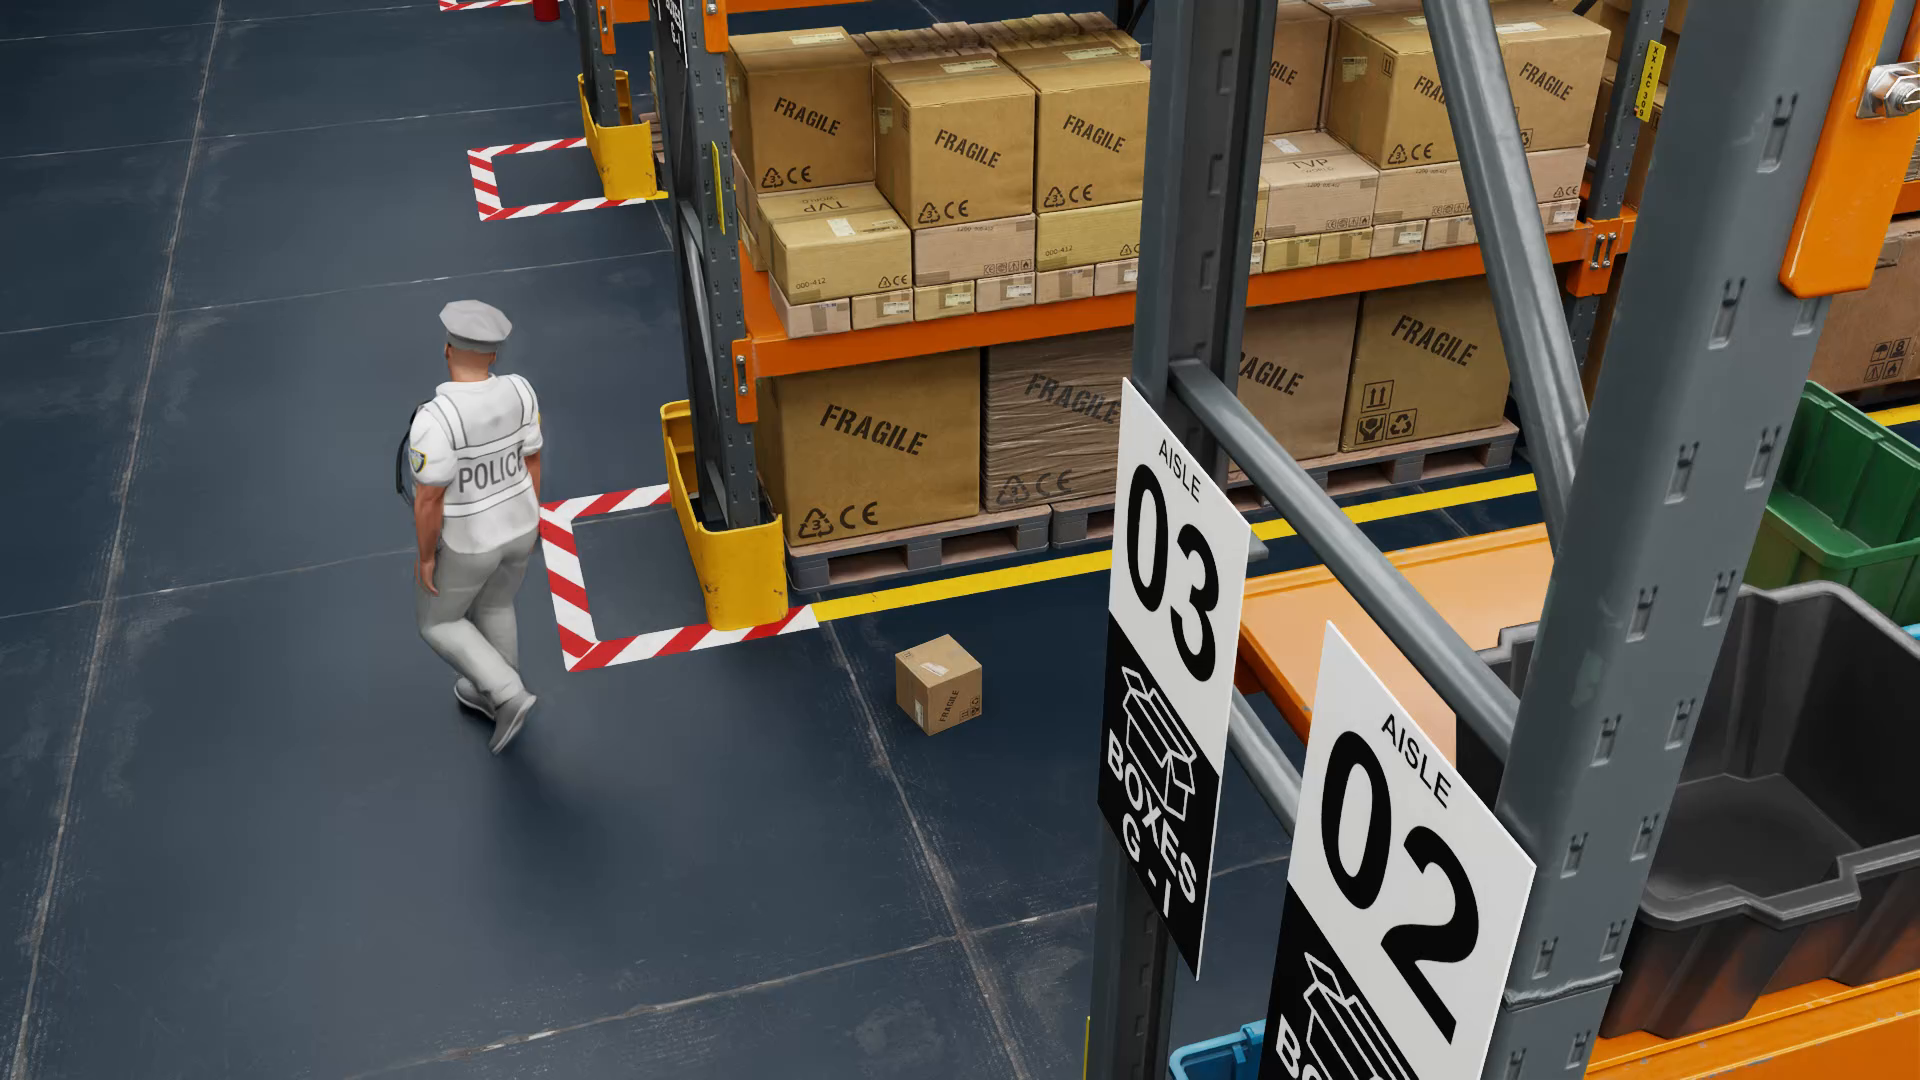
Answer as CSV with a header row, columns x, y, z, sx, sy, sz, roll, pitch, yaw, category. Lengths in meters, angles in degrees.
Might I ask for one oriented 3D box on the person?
x,y,z,sx,sy,sz,roll,pitch,yaw,category
-1.753,-0.029,6.152,0.625,1.723,0.568,23,40,30,person
